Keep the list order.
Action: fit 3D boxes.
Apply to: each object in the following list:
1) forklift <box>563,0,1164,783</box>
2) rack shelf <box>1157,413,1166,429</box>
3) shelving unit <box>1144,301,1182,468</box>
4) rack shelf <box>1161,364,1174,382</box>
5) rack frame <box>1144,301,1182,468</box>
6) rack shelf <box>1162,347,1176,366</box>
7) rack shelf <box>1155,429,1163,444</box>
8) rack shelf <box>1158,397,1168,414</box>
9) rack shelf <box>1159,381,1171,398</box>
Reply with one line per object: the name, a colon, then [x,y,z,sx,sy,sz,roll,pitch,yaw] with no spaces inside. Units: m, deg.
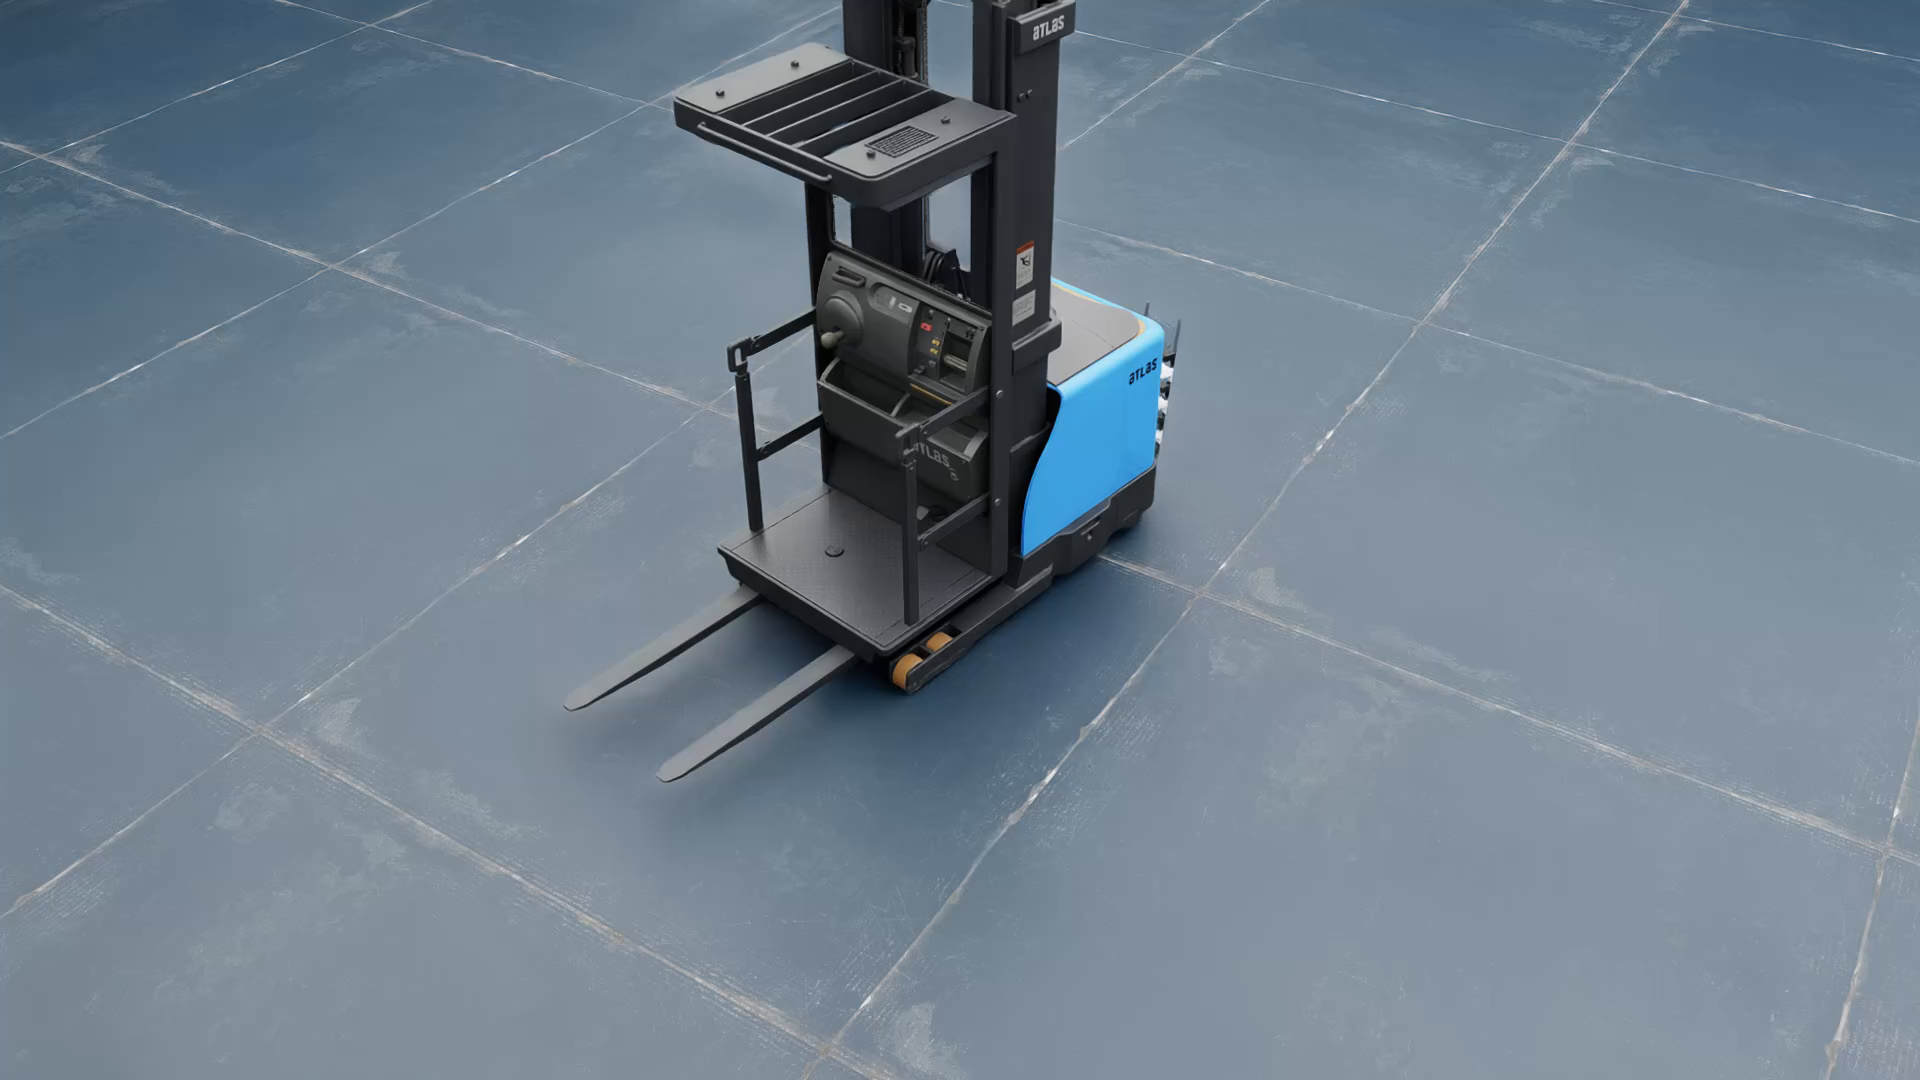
forklift: [-0.395,-0.845,6.885,1.130,2.935,3.031,29,46,32]
rack shelf: [0.880,-0.623,8.447,0.200,0.077,0.258,-22,42,-35]
shelving unit: [0.890,-0.725,8.379,0.210,0.900,0.258,-22,42,-35]
rack shelf: [0.902,-0.847,8.298,0.200,0.077,0.258,-22,42,-35]
rack frame: [0.968,-0.756,8.437,0.006,0.900,0.240,-22,42,-35]
rack shelf: [0.910,-0.922,8.248,0.200,0.077,0.258,-22,42,-35]
rack shelf: [0.873,-0.549,8.497,0.200,0.077,0.258,-22,42,-35]
rack shelf: [0.888,-0.698,8.397,0.200,0.077,0.258,-22,42,-35]
rack shelf: [0.895,-0.772,8.347,0.200,0.077,0.258,-22,42,-35]
